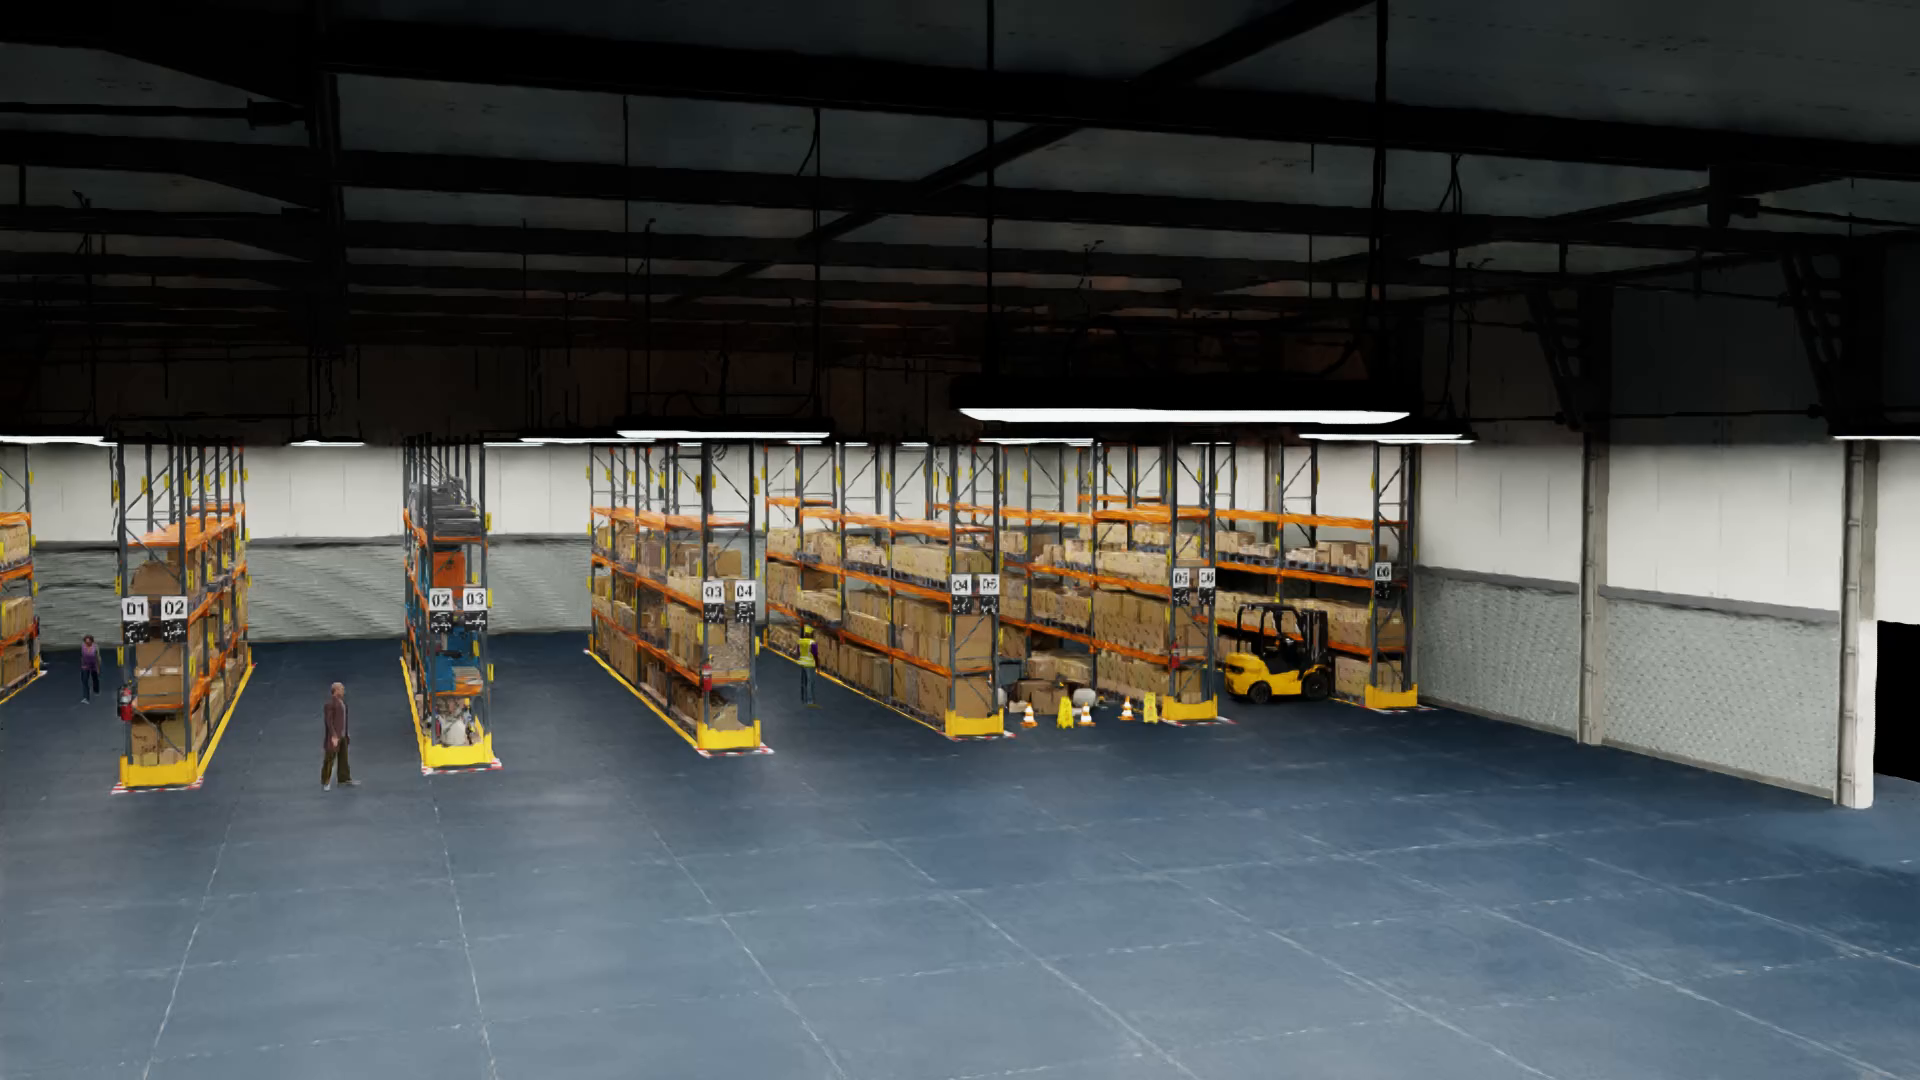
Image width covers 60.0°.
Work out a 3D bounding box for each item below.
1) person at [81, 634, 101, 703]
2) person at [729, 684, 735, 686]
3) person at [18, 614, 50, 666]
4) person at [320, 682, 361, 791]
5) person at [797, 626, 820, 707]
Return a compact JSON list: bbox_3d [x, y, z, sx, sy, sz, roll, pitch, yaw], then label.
[{"bbox_3d":[-19.592,2.874,37.496,0.416,1.525,1.034,-1,3,-21],"label":"person"},{"bbox_3d":[-5.619,2.683,40.101,0.530,1.723,0.353,3,4,44],"label":"person"},{"bbox_3d":[-24.243,2.452,43.316,0.587,1.716,0.769,1,3,18],"label":"person"},{"bbox_3d":[-10.451,3.274,27.879,0.509,1.781,0.682,0,3,7],"label":"person"},{"bbox_3d":[-3.303,2.786,36.760,0.603,1.764,0.463,3,4,40],"label":"person"}]
